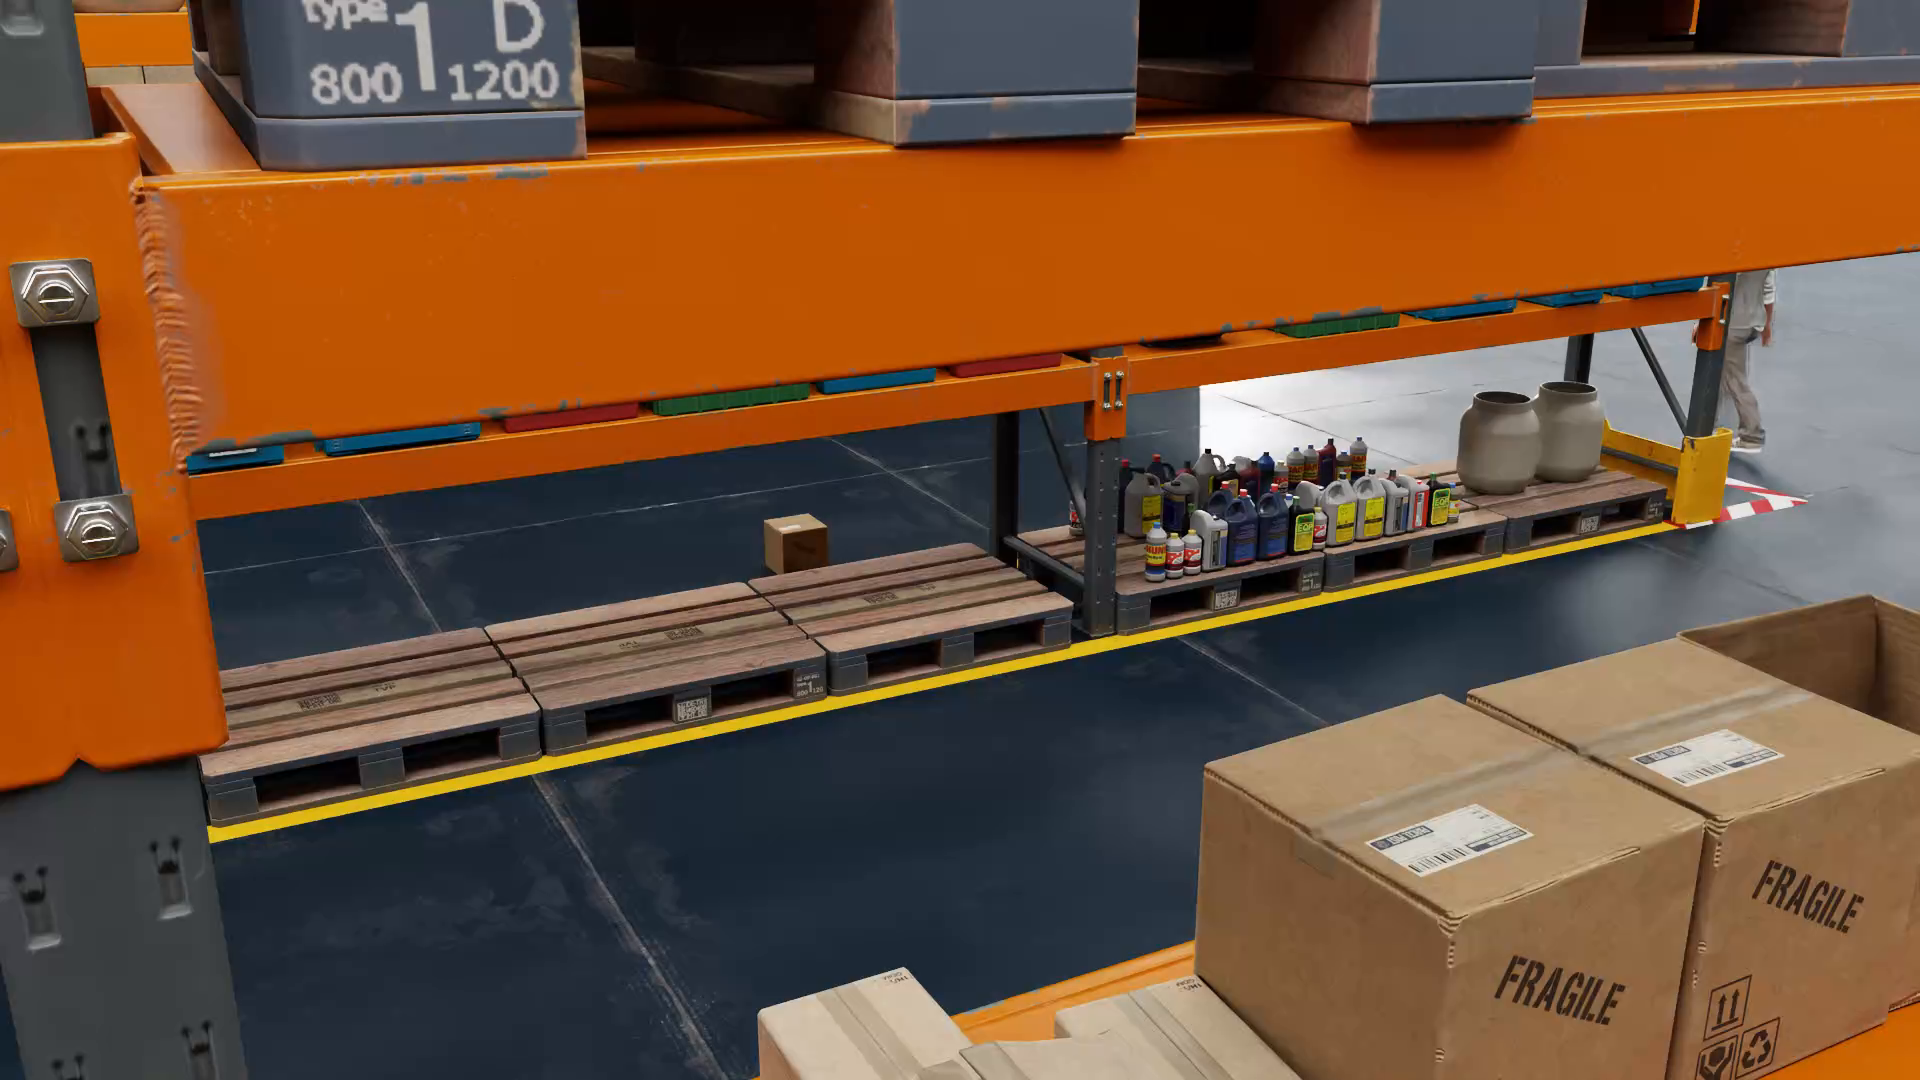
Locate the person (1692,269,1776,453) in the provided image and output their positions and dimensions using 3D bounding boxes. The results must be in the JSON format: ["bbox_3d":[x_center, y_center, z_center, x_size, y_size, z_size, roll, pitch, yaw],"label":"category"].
[{"bbox_3d":[4.862,-1.330,10.493,0.459,1.622,0.673,-11,22,-29],"label":"person"}]
